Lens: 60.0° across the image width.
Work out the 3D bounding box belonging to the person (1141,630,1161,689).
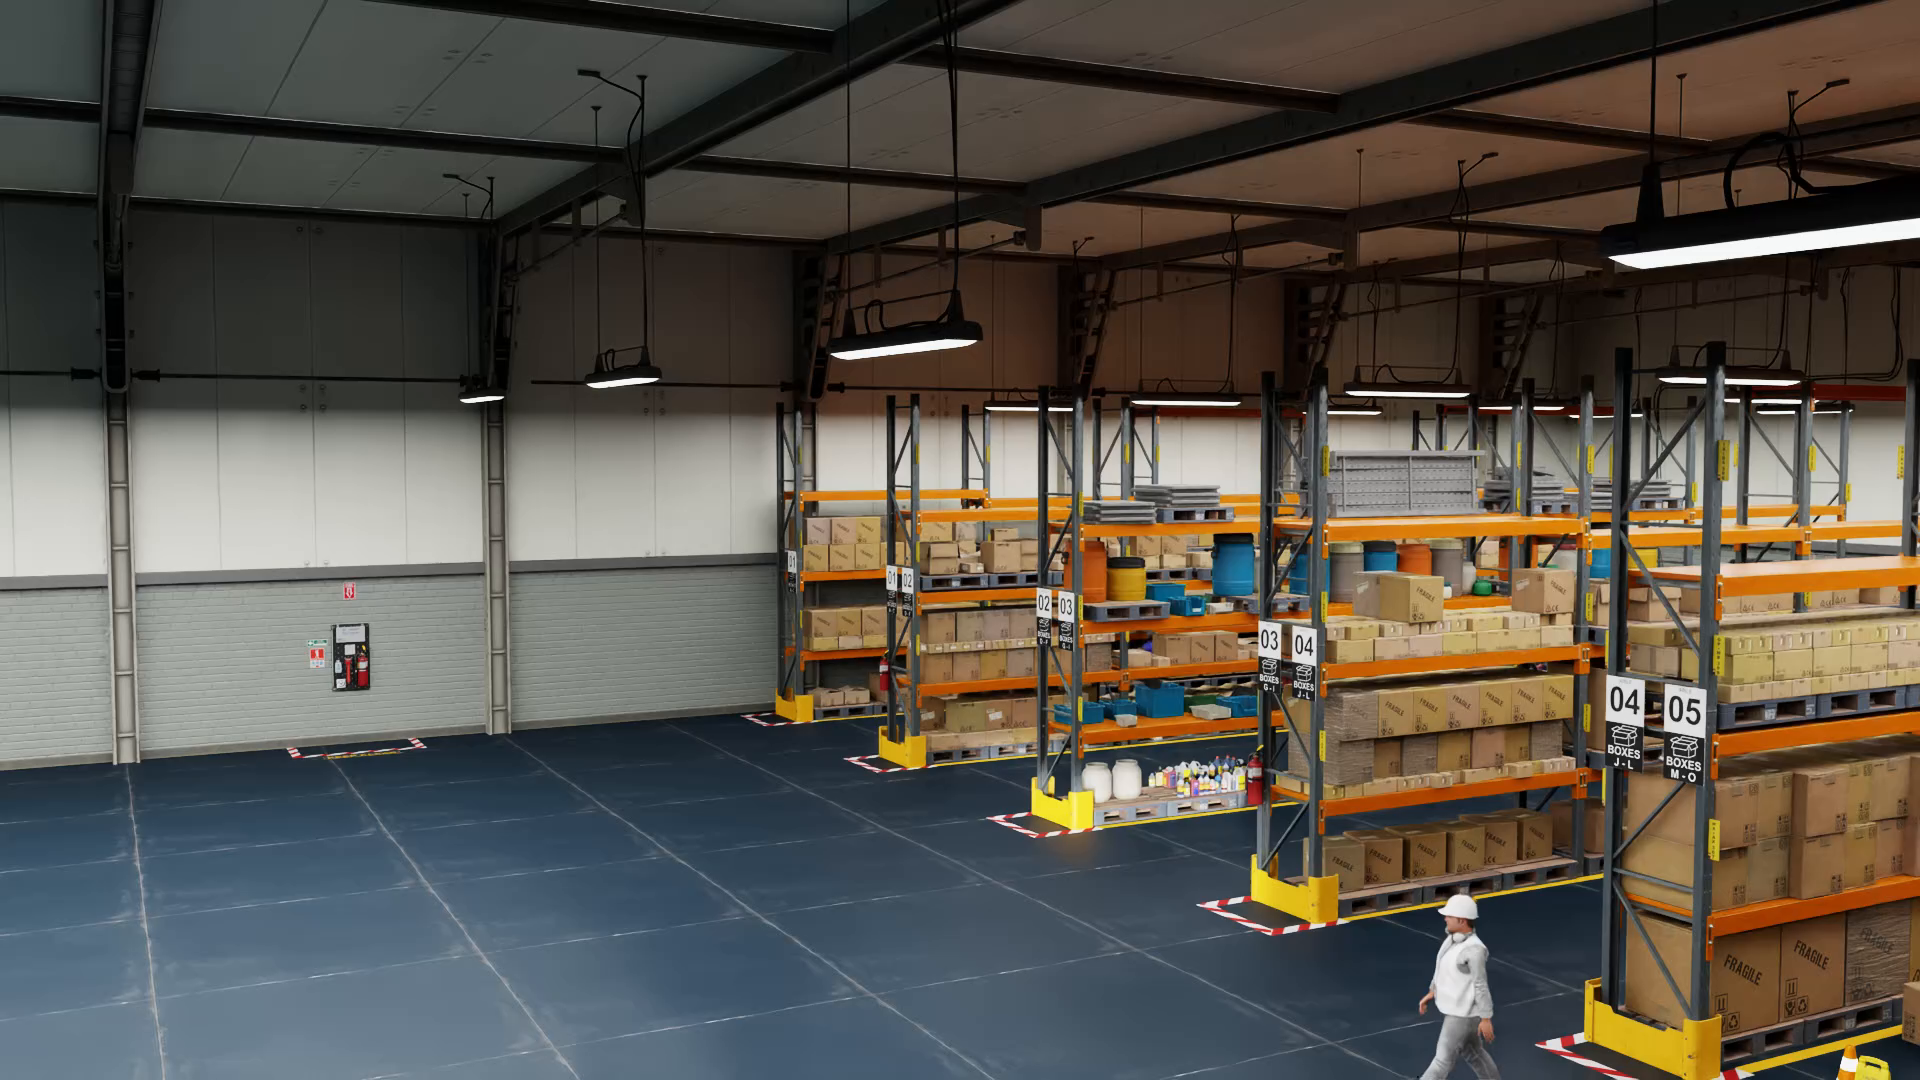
[{"bbox_3d":[3.606,2.552,31.703,0.503,1.655,0.499,-2,4,-29],"label":"person"}]

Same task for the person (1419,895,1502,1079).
[{"bbox_3d":[3.722,3.562,12.754,1.062,1.708,0.571,0,3,3],"label":"person"}]

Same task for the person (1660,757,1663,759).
[{"bbox_3d":[8.398,3.239,19.294,0.764,1.676,0.616,-1,3,-17],"label":"person"}]
